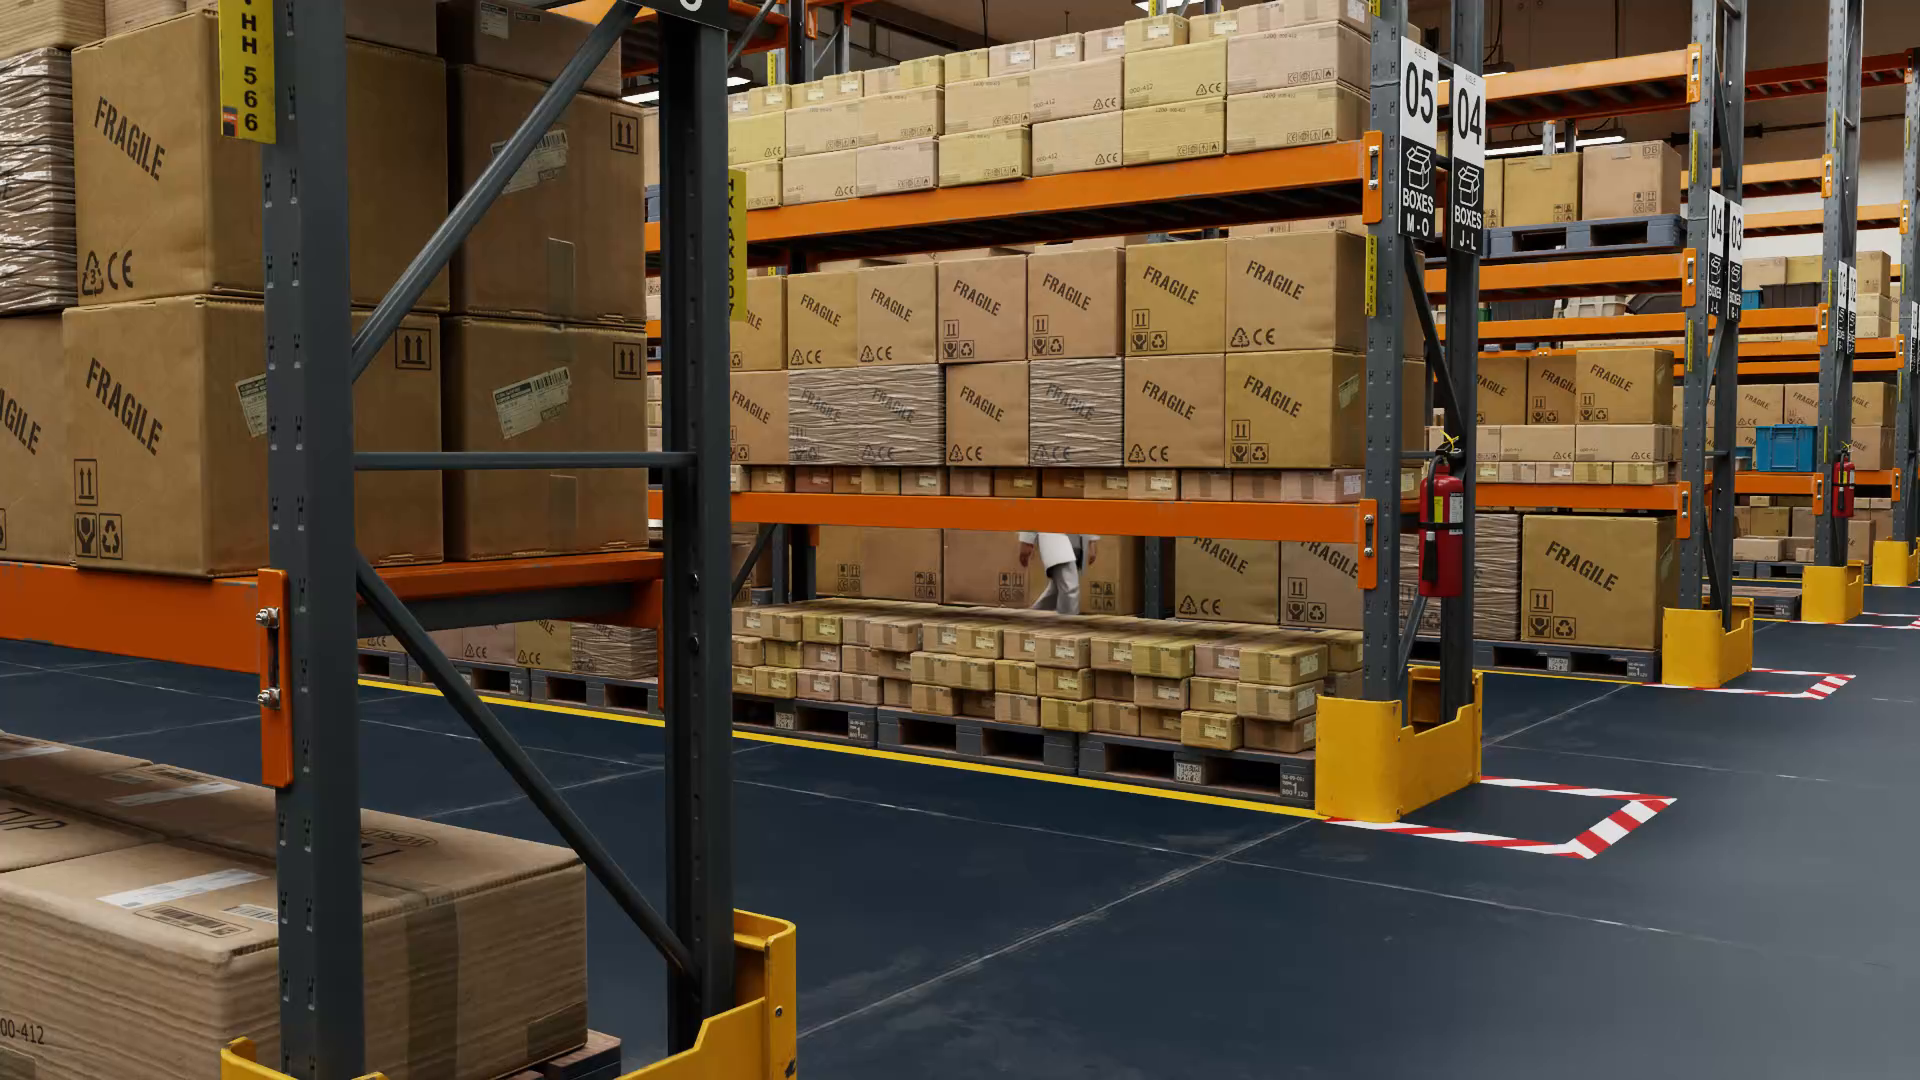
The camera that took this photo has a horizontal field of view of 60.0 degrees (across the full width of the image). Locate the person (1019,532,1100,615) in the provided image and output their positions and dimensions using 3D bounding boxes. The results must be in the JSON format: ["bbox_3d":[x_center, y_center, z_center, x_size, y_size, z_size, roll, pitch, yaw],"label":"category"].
[{"bbox_3d":[0.711,0.001,12.126,0.627,1.718,1.022,-2,4,-37],"label":"person"}]
